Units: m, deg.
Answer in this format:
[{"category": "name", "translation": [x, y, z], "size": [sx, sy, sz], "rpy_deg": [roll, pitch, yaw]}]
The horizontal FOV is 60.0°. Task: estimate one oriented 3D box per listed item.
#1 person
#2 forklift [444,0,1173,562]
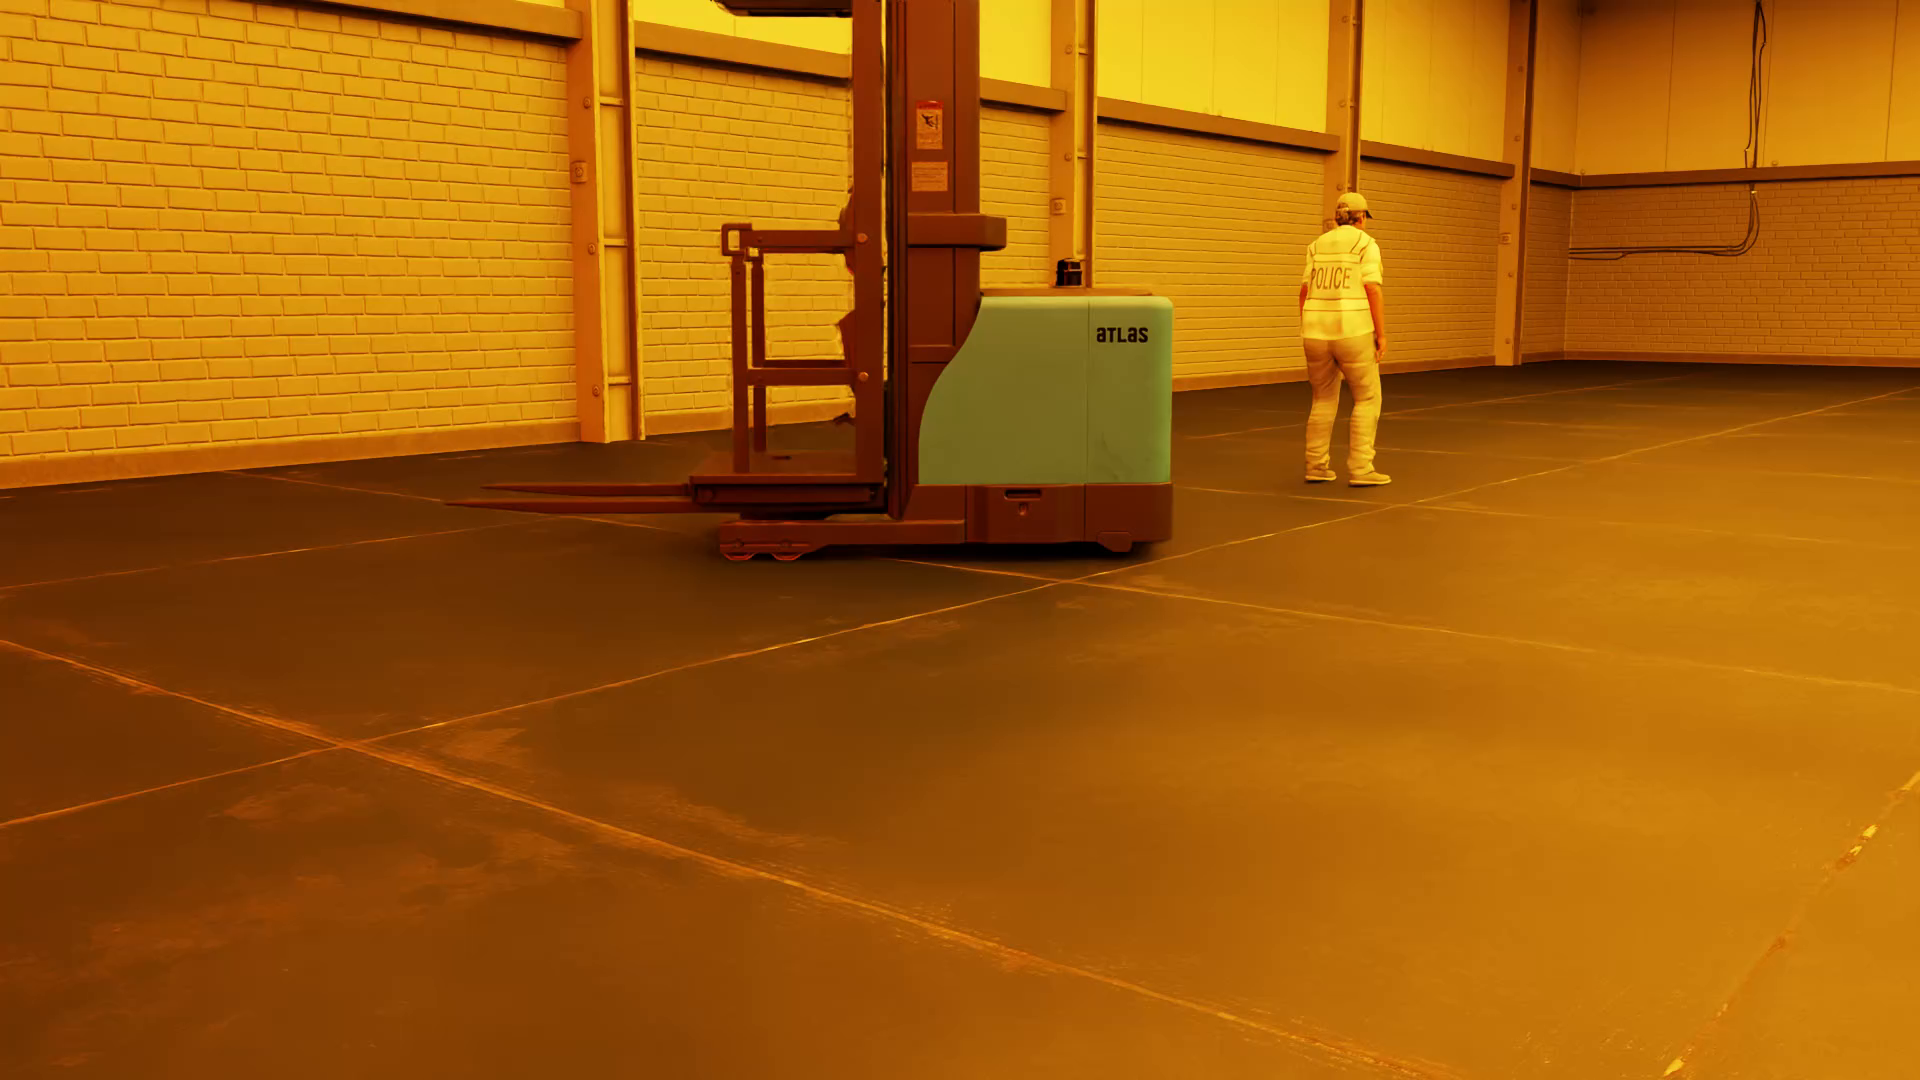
[{"category": "person", "translation": [2.214, -1.154, 9.560], "size": [0.533, 1.667, 0.465], "rpy_deg": [8, 11, 43]}, {"category": "forklift", "translation": [-0.645, -1.439, 7.116], "size": [3.031, 2.935, 1.130], "rpy_deg": [0, 8, -2]}]
